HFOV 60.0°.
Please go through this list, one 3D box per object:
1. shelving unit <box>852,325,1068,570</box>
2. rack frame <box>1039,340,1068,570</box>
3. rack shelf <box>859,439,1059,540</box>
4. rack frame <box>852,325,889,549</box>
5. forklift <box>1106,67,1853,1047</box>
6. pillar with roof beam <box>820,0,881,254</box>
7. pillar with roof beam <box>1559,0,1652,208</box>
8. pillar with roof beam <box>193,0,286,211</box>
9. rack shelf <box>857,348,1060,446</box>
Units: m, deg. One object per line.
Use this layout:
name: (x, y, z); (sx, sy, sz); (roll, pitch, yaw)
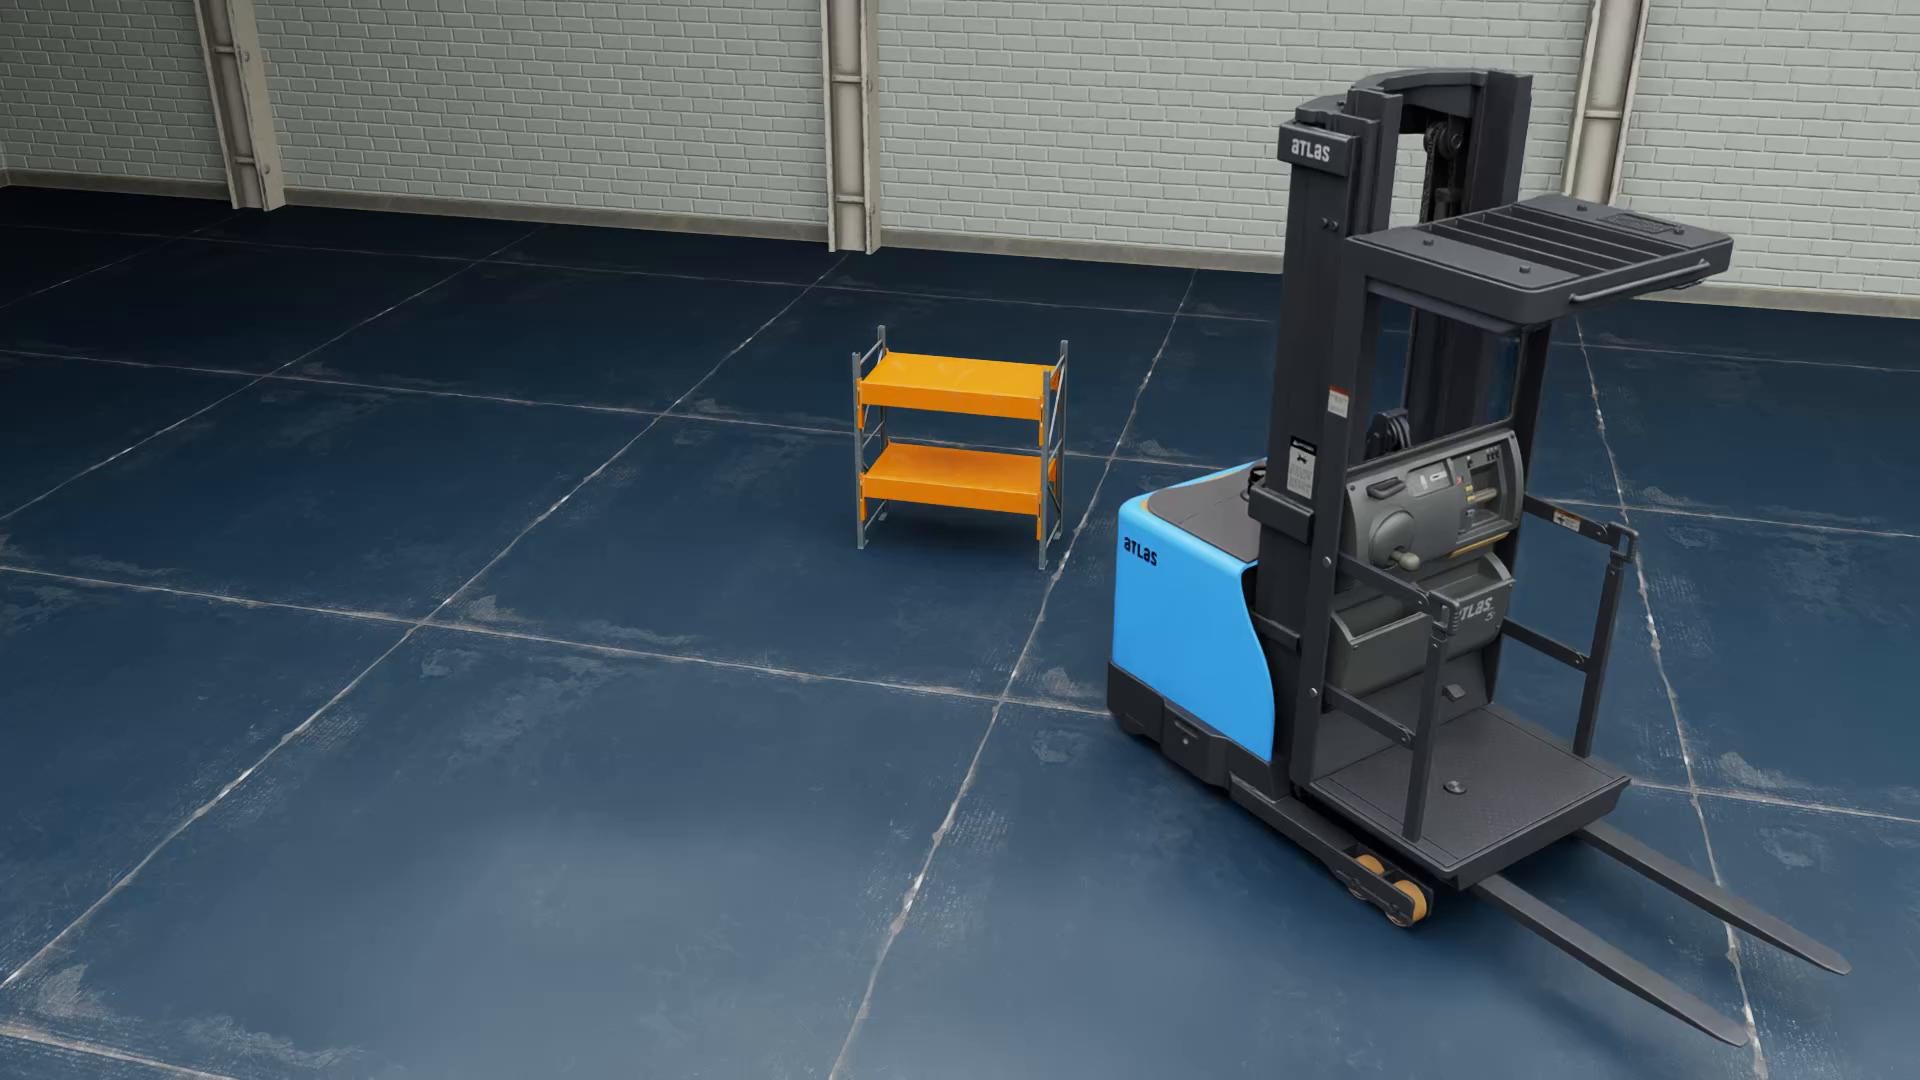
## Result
shelving unit: (0.007, -0.507, 9.007); (1.048, 1.125, 0.538); (6, 26, 13)
rack frame: (0.499, -0.453, 8.892); (0.032, 1.125, 0.500); (6, 26, 13)
rack shelf: (0.007, -0.286, 9.112); (1.000, 0.278, 0.538); (6, 26, 13)
rack frame: (-0.486, -0.562, 9.121); (0.032, 1.125, 0.500); (6, 26, 13)
forklift: (1.912, -0.116, 6.085); (1.130, 2.935, 3.031); (-17, 30, -31)
pillar with roof beam: (-1.995, -4.841, 8.950); (0.400, 9.000, 9.100); (6, 26, 13)
pillar with roof beam: (3.816, -4.199, 7.601); (0.400, 9.000, 9.100); (6, 26, 13)
pillar with roof beam: (-7.806, -5.484, 10.300); (0.400, 9.000, 9.100); (6, 26, 13)
rack shelf: (0.007, -0.771, 8.881); (1.000, 0.278, 0.538); (6, 26, 13)
